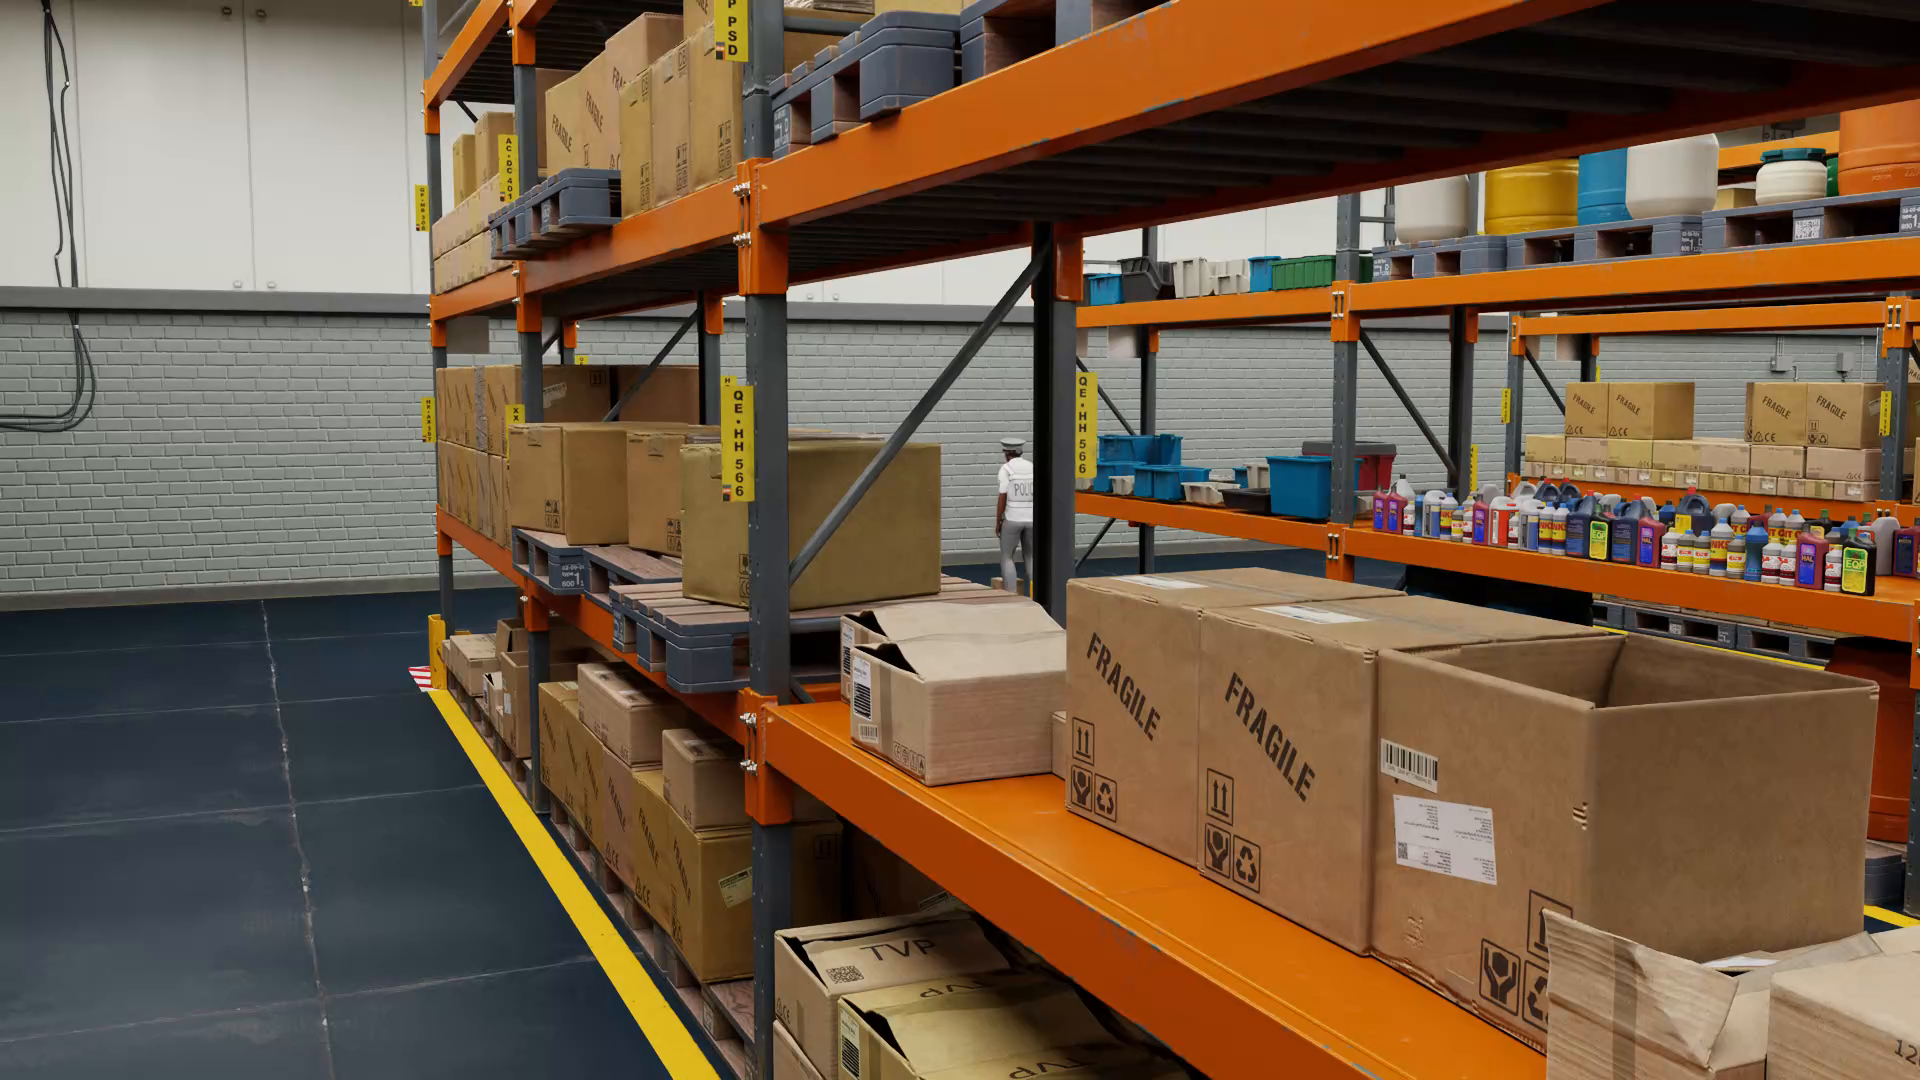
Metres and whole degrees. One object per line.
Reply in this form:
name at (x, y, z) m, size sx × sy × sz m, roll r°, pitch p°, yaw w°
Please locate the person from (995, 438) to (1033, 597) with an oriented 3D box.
person at (0.577, -0.169, 16.275) m, size 0.521 × 1.657 × 0.395 m, roll -3°, pitch 6°, yaw -27°
